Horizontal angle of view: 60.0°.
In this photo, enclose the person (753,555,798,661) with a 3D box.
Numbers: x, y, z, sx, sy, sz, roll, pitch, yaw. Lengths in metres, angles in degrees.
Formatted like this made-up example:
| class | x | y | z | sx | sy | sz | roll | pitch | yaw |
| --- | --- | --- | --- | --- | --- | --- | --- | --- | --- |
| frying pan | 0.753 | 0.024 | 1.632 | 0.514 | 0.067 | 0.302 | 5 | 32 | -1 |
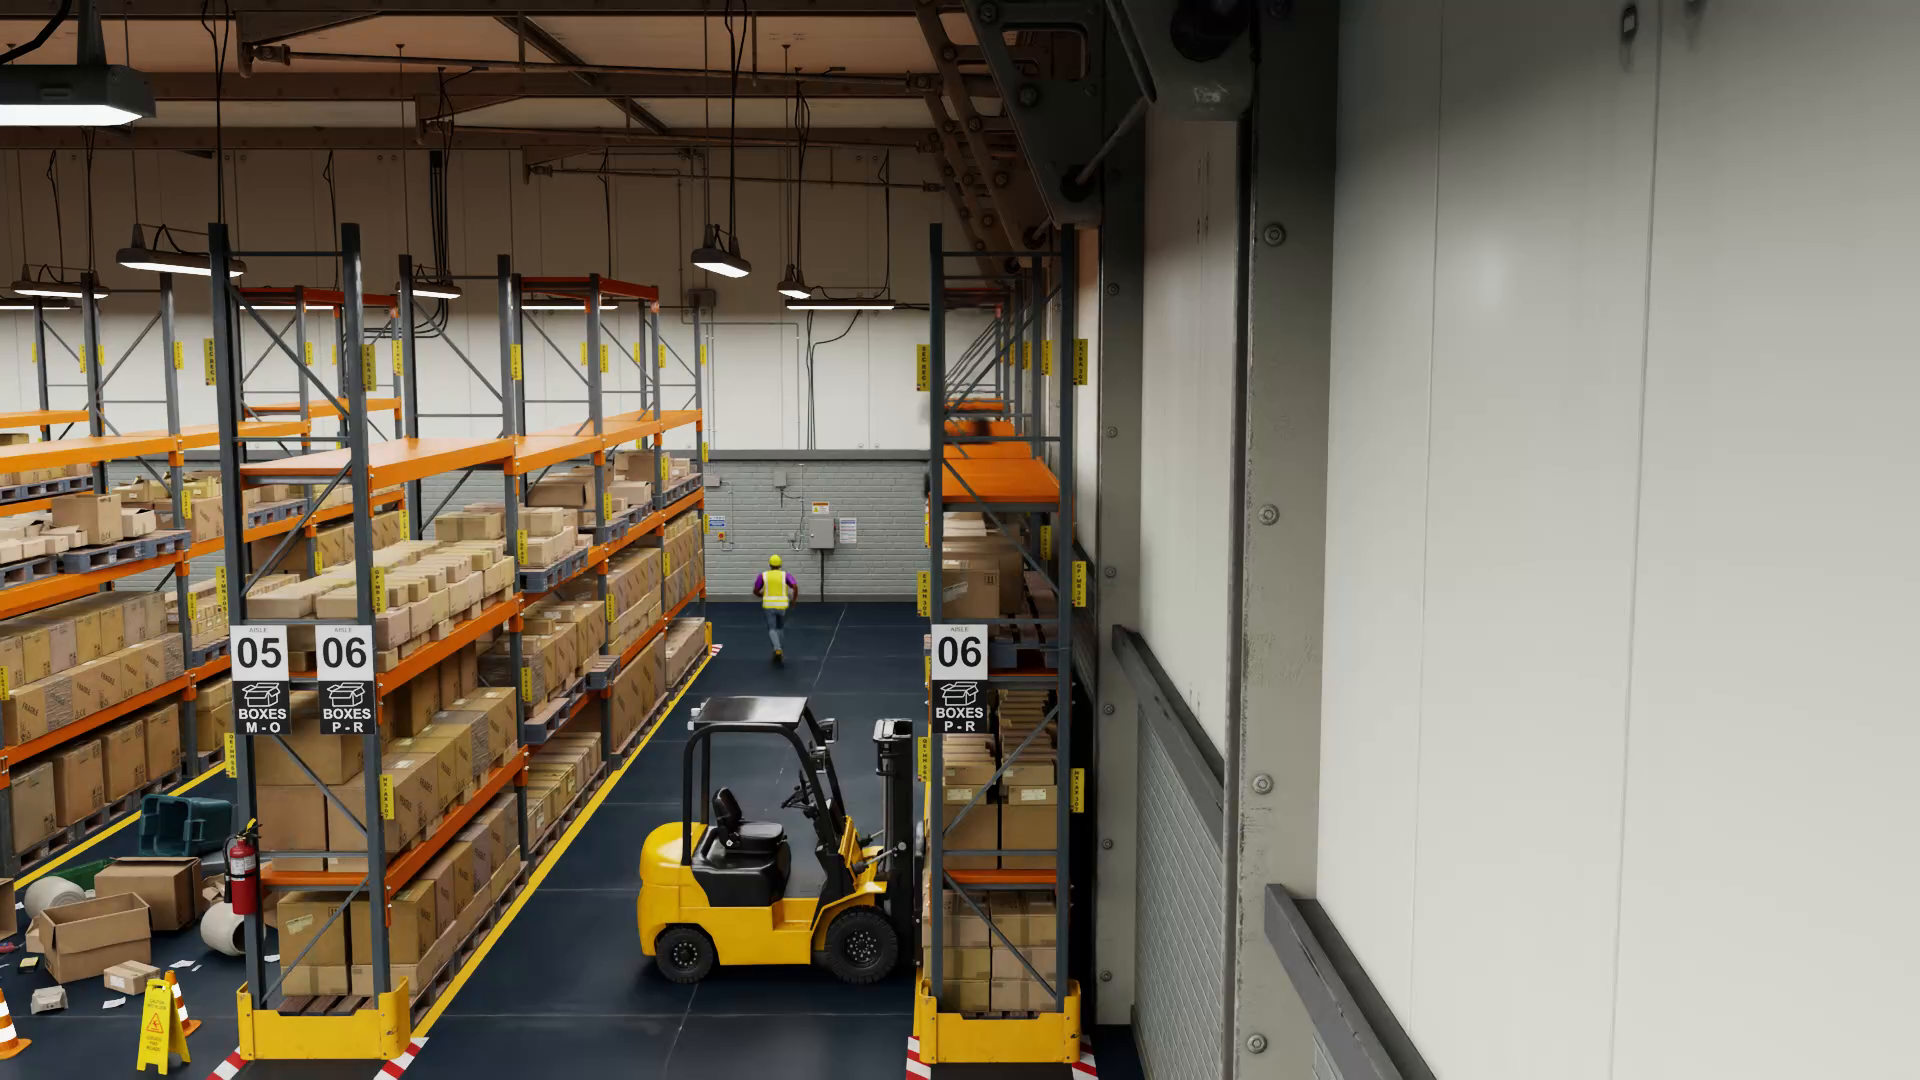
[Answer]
| class | x | y | z | sx | sy | sz | roll | pitch | yaw |
| --- | --- | --- | --- | --- | --- | --- | --- | --- | --- |
| person | -2.997 | 1.165 | 27.056 | 0.724 | 1.823 | 0.791 | -1 | 7 | -10 |
